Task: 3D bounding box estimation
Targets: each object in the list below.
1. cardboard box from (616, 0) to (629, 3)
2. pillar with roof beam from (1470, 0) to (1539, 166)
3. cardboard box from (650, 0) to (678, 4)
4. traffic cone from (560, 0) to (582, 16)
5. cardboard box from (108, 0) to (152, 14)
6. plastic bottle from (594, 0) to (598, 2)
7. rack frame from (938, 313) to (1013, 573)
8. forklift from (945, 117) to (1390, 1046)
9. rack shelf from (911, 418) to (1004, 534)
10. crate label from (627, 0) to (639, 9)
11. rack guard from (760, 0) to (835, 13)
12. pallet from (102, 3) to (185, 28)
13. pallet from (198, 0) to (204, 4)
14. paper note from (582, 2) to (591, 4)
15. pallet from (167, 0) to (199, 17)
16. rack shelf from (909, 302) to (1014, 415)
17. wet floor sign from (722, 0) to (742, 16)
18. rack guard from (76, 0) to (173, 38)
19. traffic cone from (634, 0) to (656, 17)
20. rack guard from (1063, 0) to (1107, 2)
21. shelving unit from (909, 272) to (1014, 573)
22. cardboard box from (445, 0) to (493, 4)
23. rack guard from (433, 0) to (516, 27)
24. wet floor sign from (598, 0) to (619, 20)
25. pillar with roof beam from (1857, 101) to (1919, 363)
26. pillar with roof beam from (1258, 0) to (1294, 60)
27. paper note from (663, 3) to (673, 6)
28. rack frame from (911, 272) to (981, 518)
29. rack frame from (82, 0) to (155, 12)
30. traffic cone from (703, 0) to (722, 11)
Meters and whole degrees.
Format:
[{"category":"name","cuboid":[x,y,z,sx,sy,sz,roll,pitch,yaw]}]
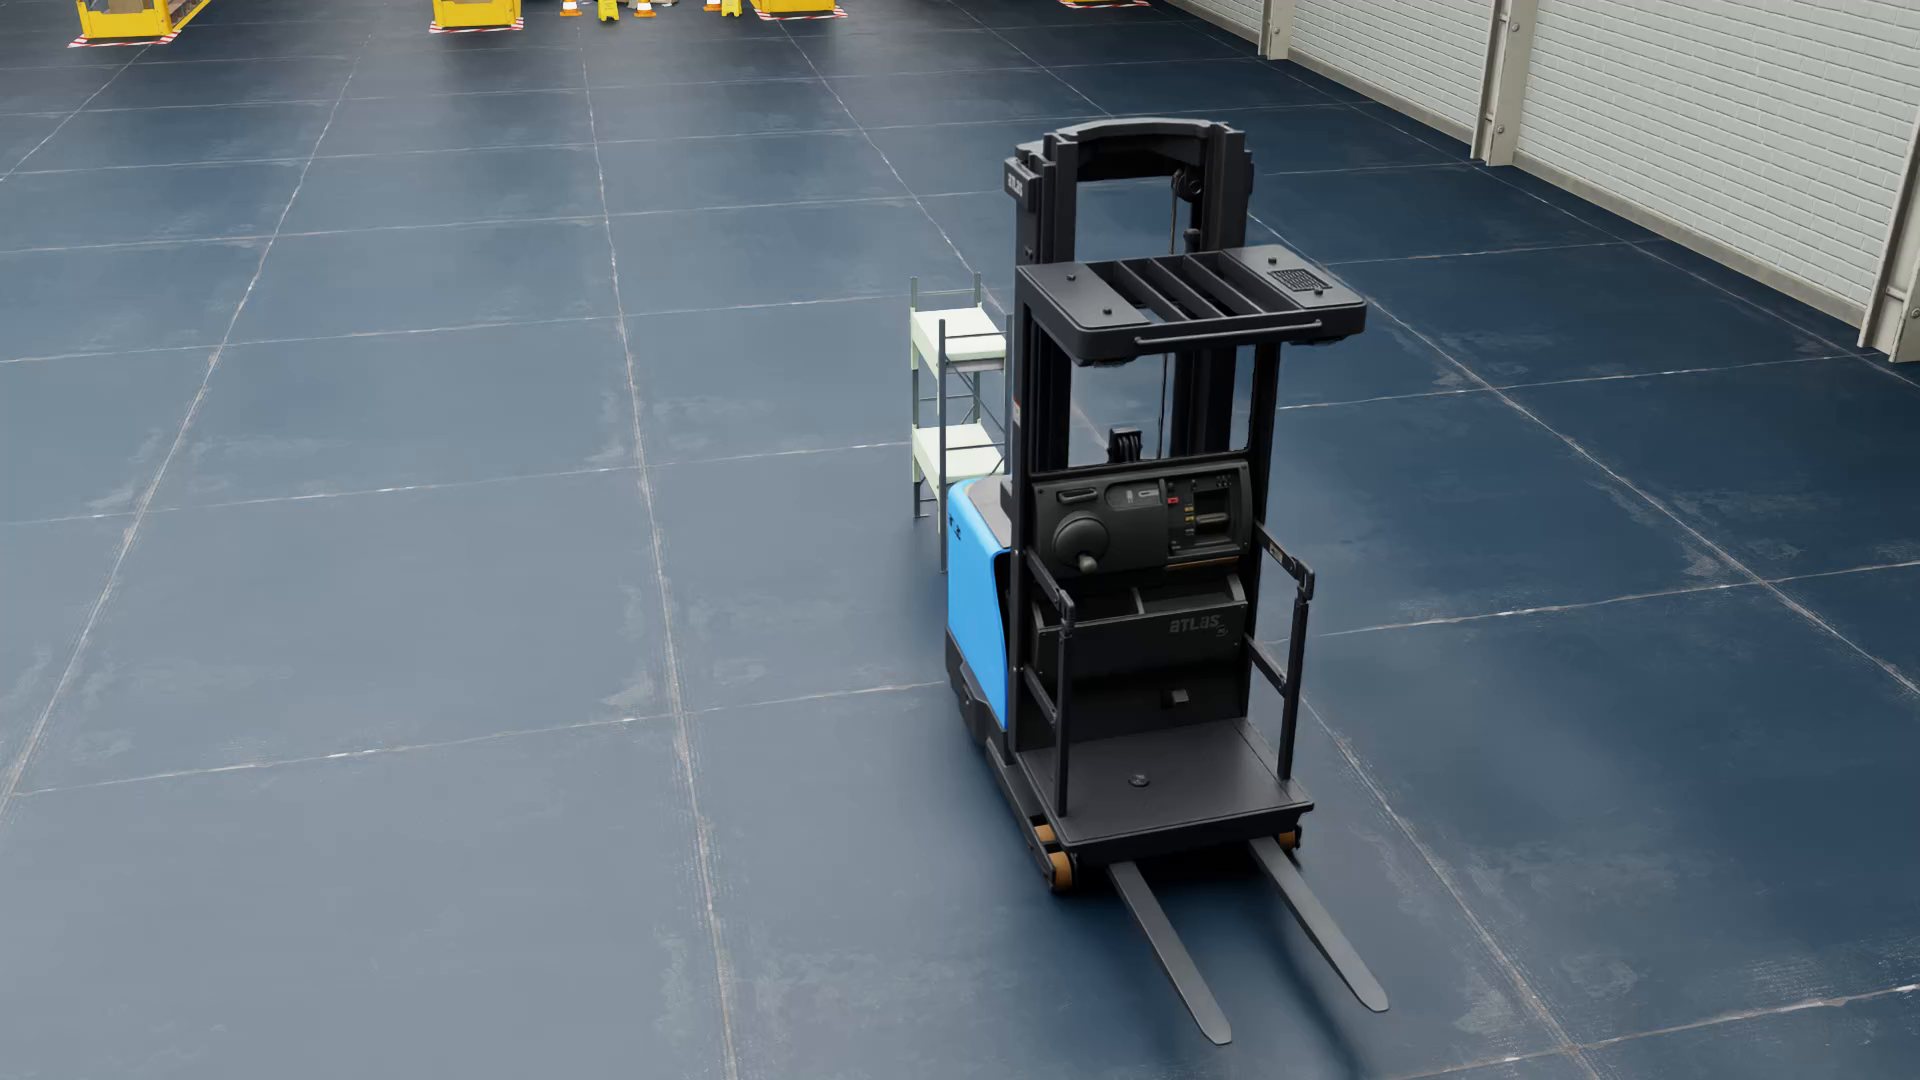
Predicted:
[{"category":"cardboard box","cuboid":[-5.432,-9.158,27.336,0.637,0.503,0.797,19,32,32]},{"category":"pillar with roof beam","cuboid":[1.497,-7.635,14.889,9.100,9.000,0.400,-6,27,-12]},{"category":"cardboard box","cuboid":[-4.833,-8.856,27.131,0.380,0.149,0.250,8,28,15]},{"category":"traffic cone","cuboid":[-6.106,-8.457,25.991,0.336,0.463,0.334,-6,27,-12]},{"category":"cardboard box","cuboid":[-12.349,-8.100,24.777,0.500,0.500,0.500,-1,27,-2]},{"category":"plastic bottle","cuboid":[-5.969,-8.894,27.304,0.133,0.061,0.283,-16,31,-29]},{"category":"rack frame","cuboid":[0.084,-0.506,9.088,0.400,1.500,0.023,-6,27,-12]},{"category":"forklift","cuboid":[0.811,-0.051,6.599,1.130,2.935,3.031,-7,28,-14]},{"category":"rack shelf","cuboid":[0.002,-0.376,9.553,0.431,0.370,0.720,-6,27,-12]},{"category":"crate label","cuboid":[-5.166,-8.615,26.667,0.250,0.136,0.298,-23,35,-38]},{"category":"rack guard","cuboid":[-2.587,-8.676,26.385,1.175,0.500,0.348,-6,27,-12]},{"category":"pallet","cuboid":[-12.391,-7.901,25.170,1.003,0.211,1.213,-6,27,-12]},{"category":"pallet","cuboid":[-12.940,-8.972,27.292,1.003,0.211,1.213,-6,27,-12]},{"category":"paper note","cuboid":[-6.060,-8.728,27.010,0.144,0.017,0.142,3,27,6]},{"category":"pallet","cuboid":[-12.662,-8.436,26.229,1.003,0.211,1.213,-6,27,-12]},{"category":"rack shelf","cuboid":[0.002,-1.015,9.230,0.431,0.370,0.720,-6,27,-12]},{"category":"wet floor sign","cuboid":[-3.569,-8.516,25.905,0.267,0.644,0.232,3,27,6]},{"category":"rack guard","cuboid":[-12.242,-7.670,24.391,1.175,0.500,0.348,-6,27,-12]},{"category":"traffic cone","cuboid":[-4.928,-8.422,25.922,0.336,0.463,0.334,-6,27,-12]},{"category":"rack guard","cuboid":[2.271,-9.138,27.300,1.175,0.500,0.348,-6,27,-12]},{"category":"shelving unit","cuboid":[0.002,-0.667,9.406,0.431,1.500,0.755,-6,27,-12]},{"category":"cardboard box","cuboid":[-7.587,-8.742,25.632,0.875,0.875,0.875,-6,27,-11]},{"category":"rack guard","cuboid":[-7.364,-8.085,25.214,1.175,0.500,0.348,-6,27,-12]},{"category":"wet floor sign","cuboid":[-5.434,-8.349,25.575,0.267,0.644,0.232,-11,29,-20]},{"category":"pillar with roof beam","cuboid":[2.849,-5.001,9.670,9.100,9.000,0.400,-6,27,-12]},{"category":"pillar with roof beam","cuboid":[0.144,-10.269,20.108,9.100,9.000,0.400,-6,27,-12]},{"category":"paper note","cuboid":[-4.722,-8.646,26.846,0.148,0.019,0.142,-16,31,-29]},{"category":"rack frame","cuboid":[-0.081,-0.827,9.725,0.400,1.500,0.023,-6,27,-12]},{"category":"rack frame","cuboid":[-12.225,-8.752,23.762,1.000,3.000,0.127,-6,27,-12]},{"category":"traffic cone","cuboid":[-3.924,-8.684,26.441,0.336,0.463,0.334,-6,27,-12]}]
